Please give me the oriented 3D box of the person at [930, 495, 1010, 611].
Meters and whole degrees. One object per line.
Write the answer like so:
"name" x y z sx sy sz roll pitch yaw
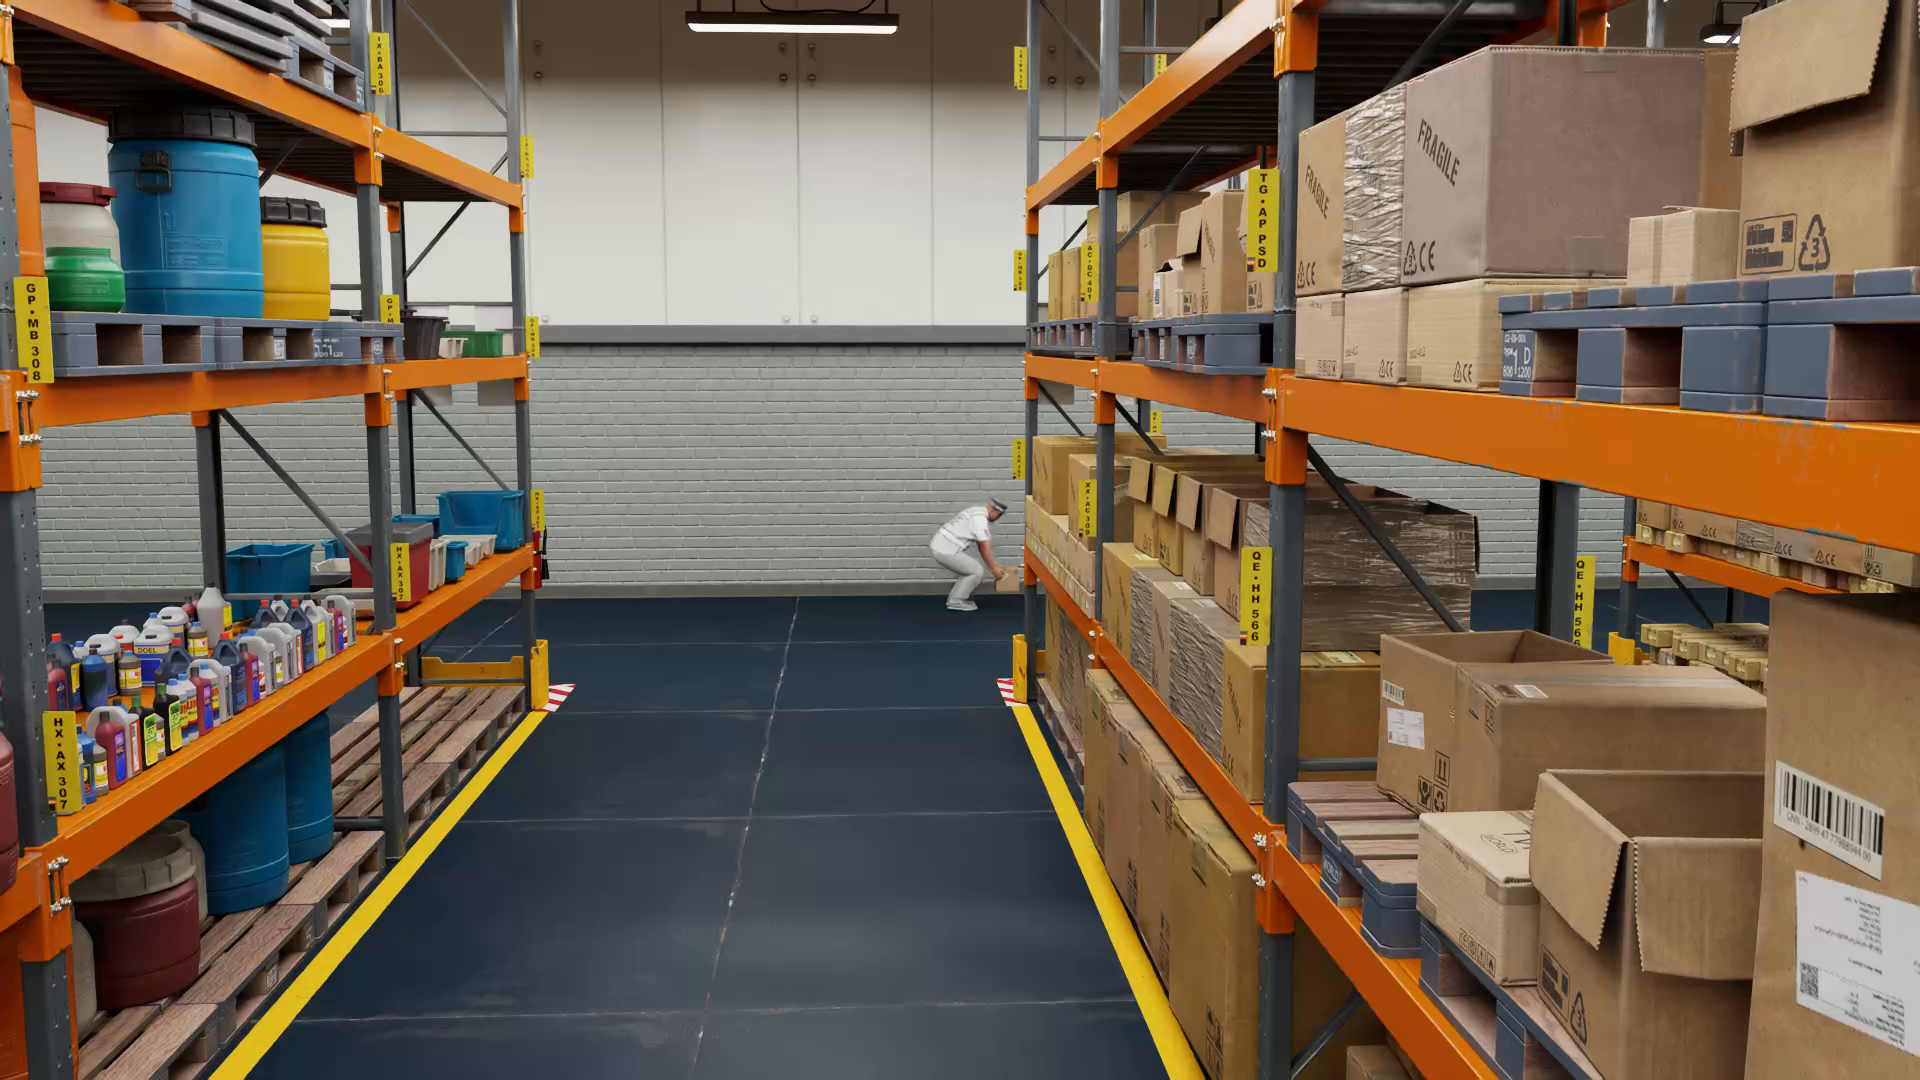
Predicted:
"person" 0.106 0.134 18.268 0.882 1.242 0.581 0 7 -4
